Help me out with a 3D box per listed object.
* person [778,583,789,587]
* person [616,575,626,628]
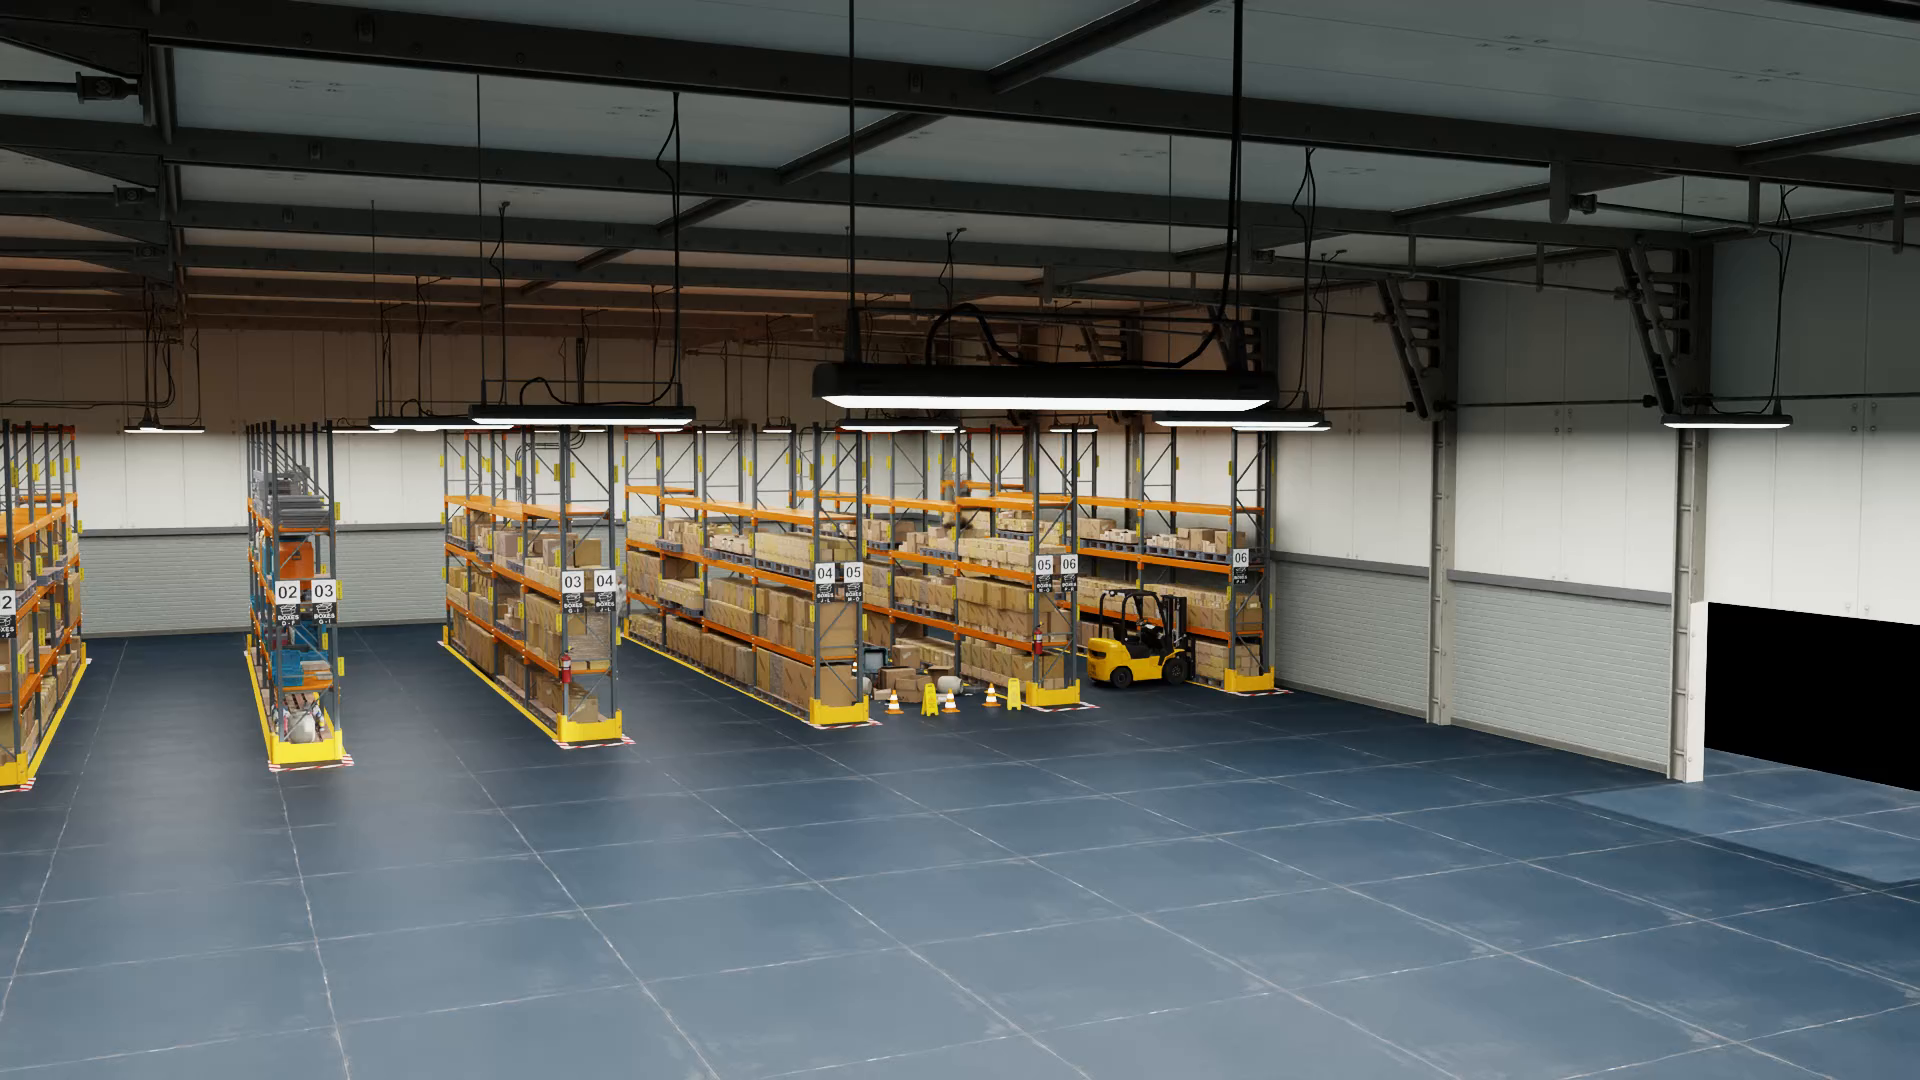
[{"bbox_3d":[-5.316,1.640,51.324,0.728,1.800,0.672,-2,4,-34],"label":"person"},{"bbox_3d":[-10.020,1.856,48.942,0.589,1.665,0.727,2,4,25],"label":"person"}]
